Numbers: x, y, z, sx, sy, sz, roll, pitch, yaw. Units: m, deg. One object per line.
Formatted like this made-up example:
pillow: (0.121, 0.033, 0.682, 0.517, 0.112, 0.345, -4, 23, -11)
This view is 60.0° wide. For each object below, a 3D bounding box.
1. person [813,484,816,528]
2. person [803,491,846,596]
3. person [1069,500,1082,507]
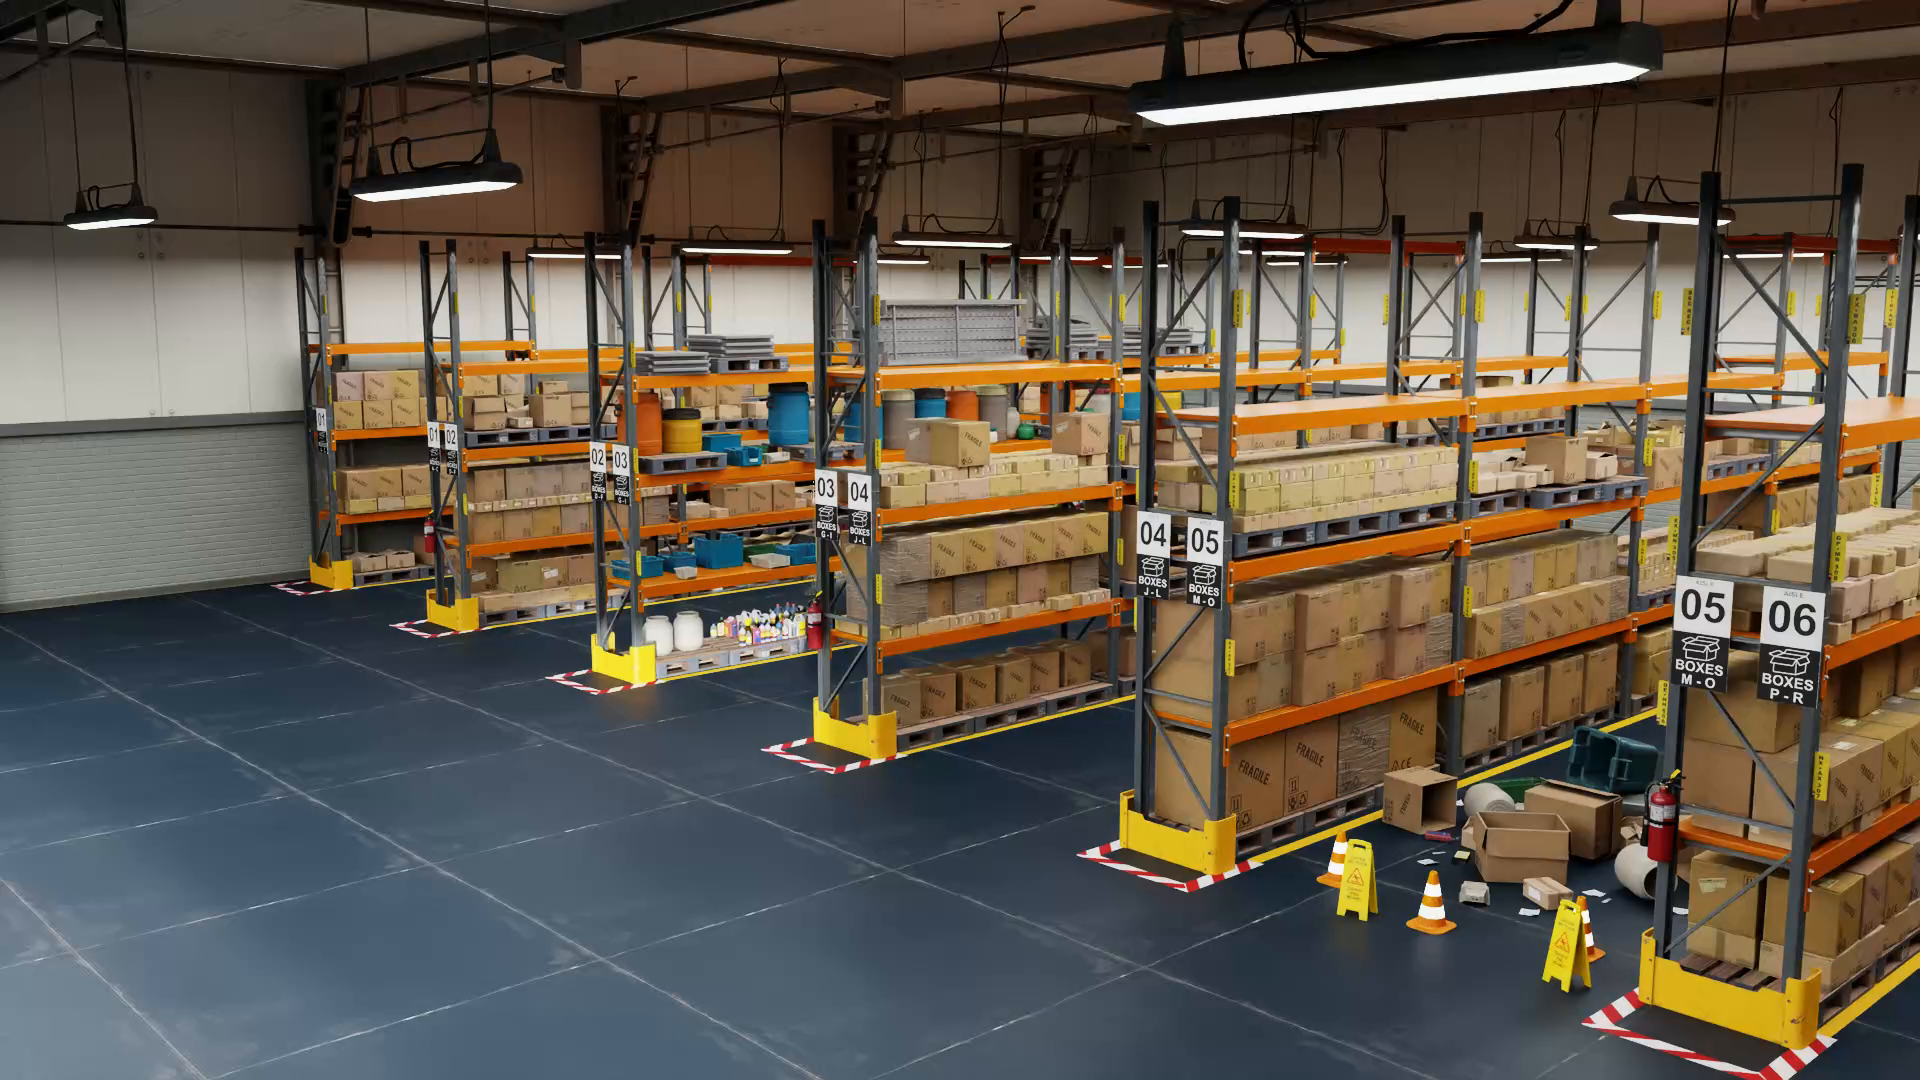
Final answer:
person: (-2.784, -0.621, 33.850, 0.800, 1.732, 0.554, -7, 11, -39)
person: (-2.233, -0.009, 27.398, 0.757, 1.784, 0.750, -2, 9, -11)
person: (2.131, -0.496, 32.685, 0.682, 1.792, 0.765, 6, 10, 36)
